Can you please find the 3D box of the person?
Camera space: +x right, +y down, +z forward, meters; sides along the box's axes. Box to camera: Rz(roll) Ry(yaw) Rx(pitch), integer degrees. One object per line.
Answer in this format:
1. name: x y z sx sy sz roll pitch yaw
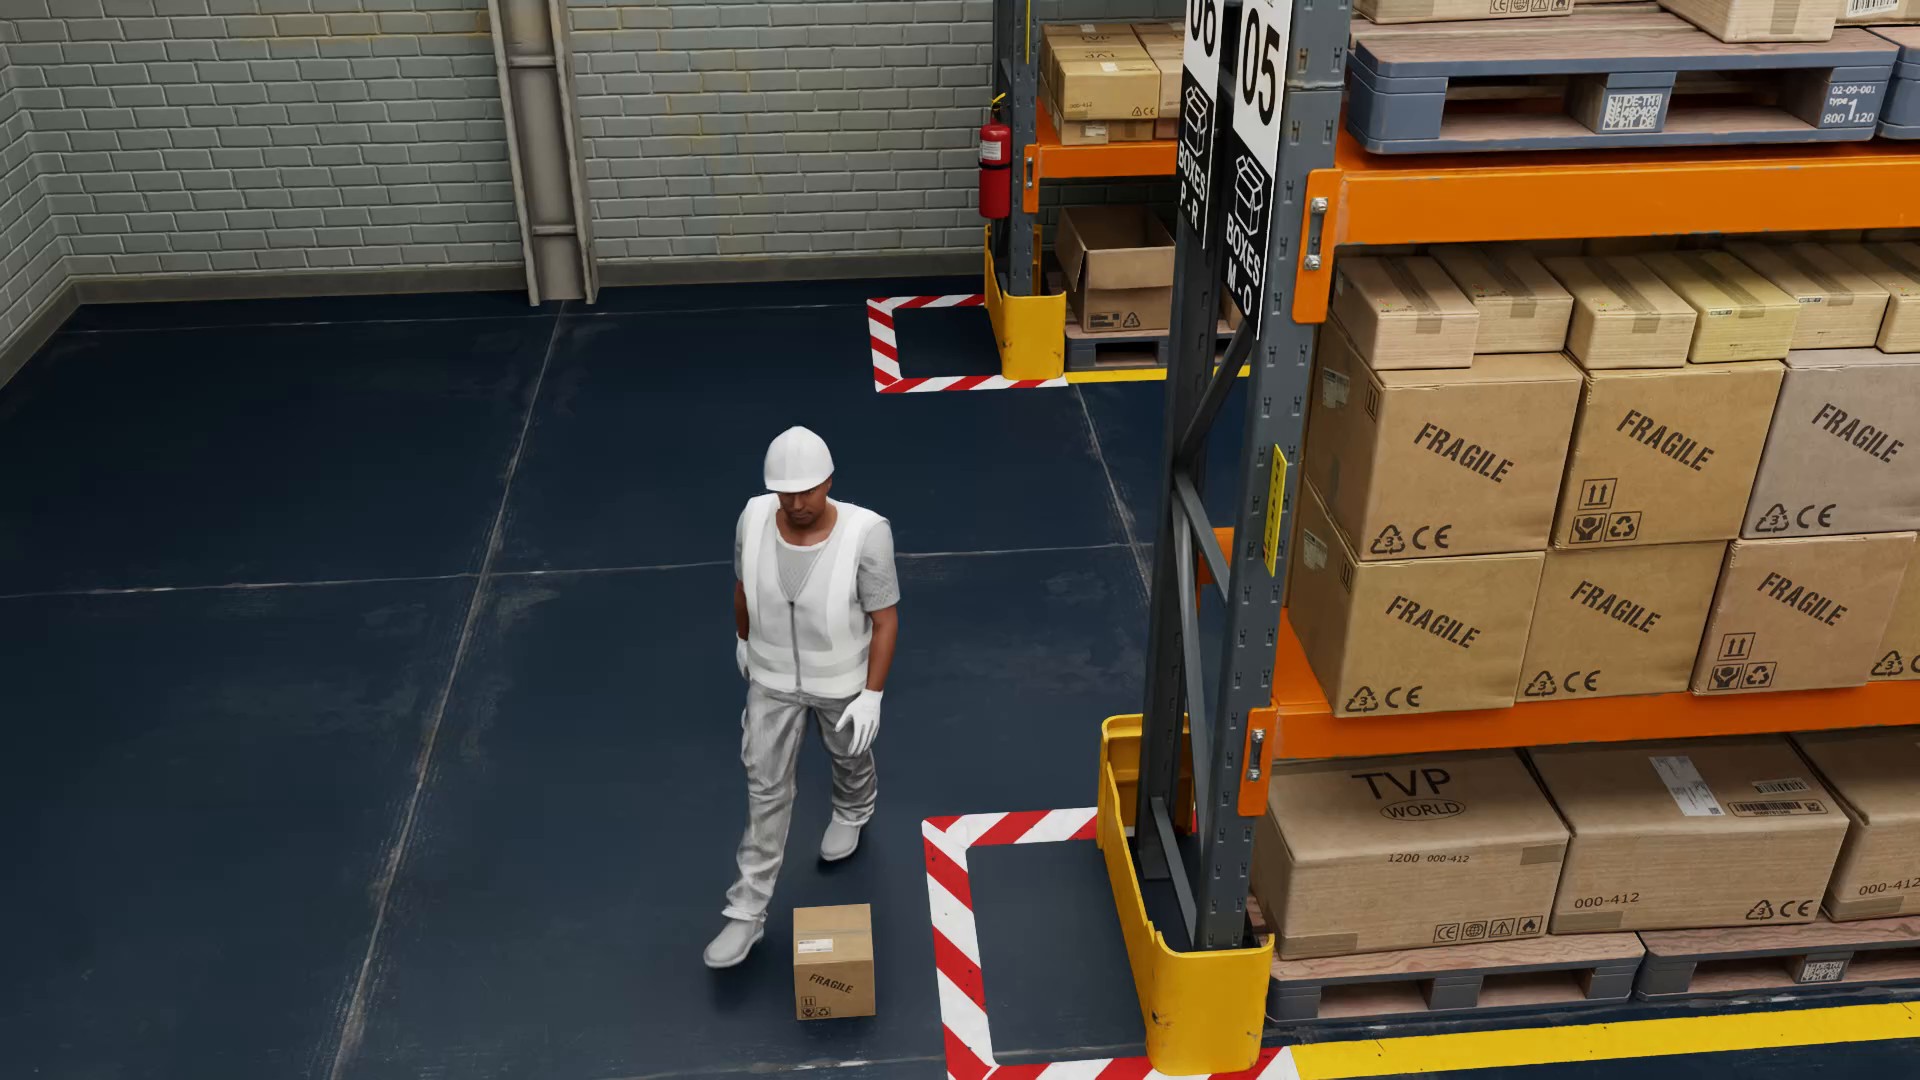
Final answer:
1. person: -0.436 0.482 5.361 0.549 1.842 0.434 -2 31 -3
